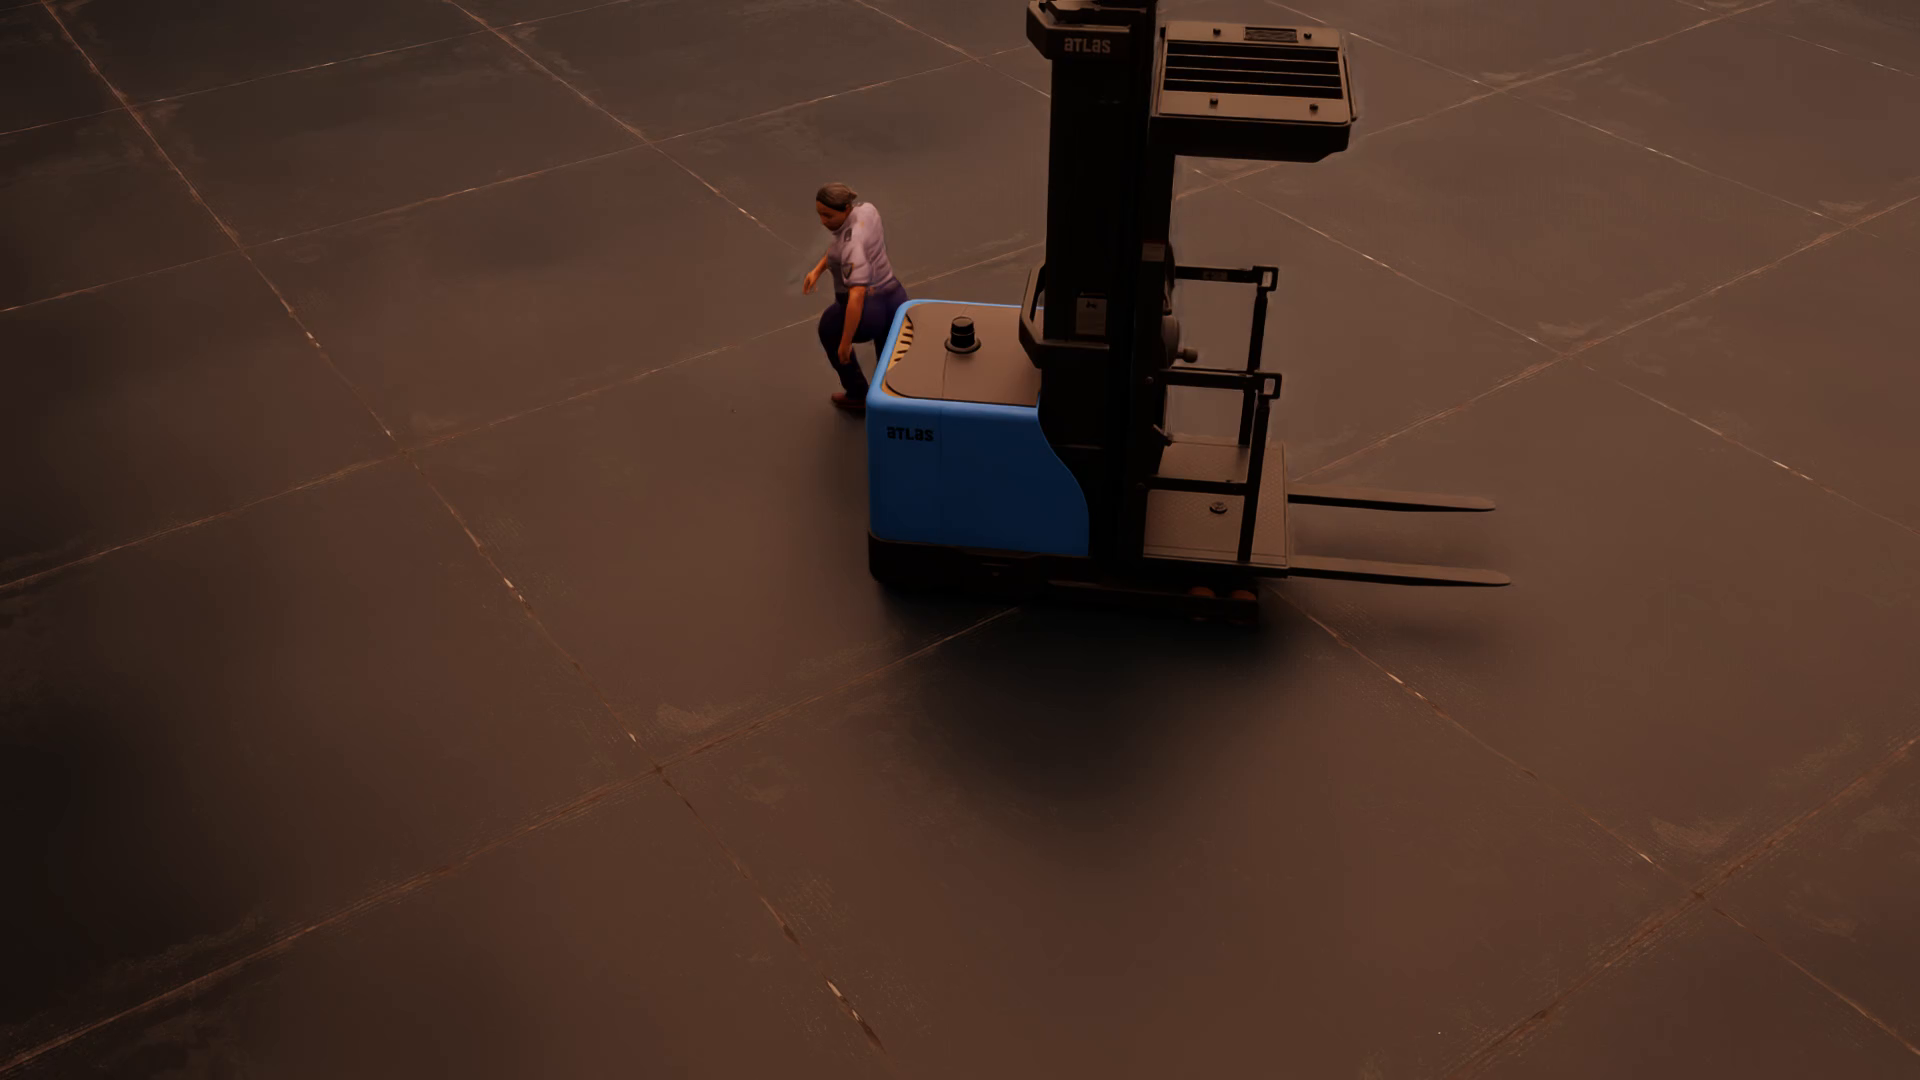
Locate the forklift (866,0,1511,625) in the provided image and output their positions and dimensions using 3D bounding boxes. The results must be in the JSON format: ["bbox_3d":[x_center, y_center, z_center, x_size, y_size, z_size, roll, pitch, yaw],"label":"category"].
[{"bbox_3d":[1.117,-1.114,7.452,3.031,2.935,1.130,5,37,6],"label":"forklift"}]

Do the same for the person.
[{"bbox_3d":[-0.540,-1.244,8.941,0.589,1.432,0.846,-29,45,-33],"label":"person"}]
